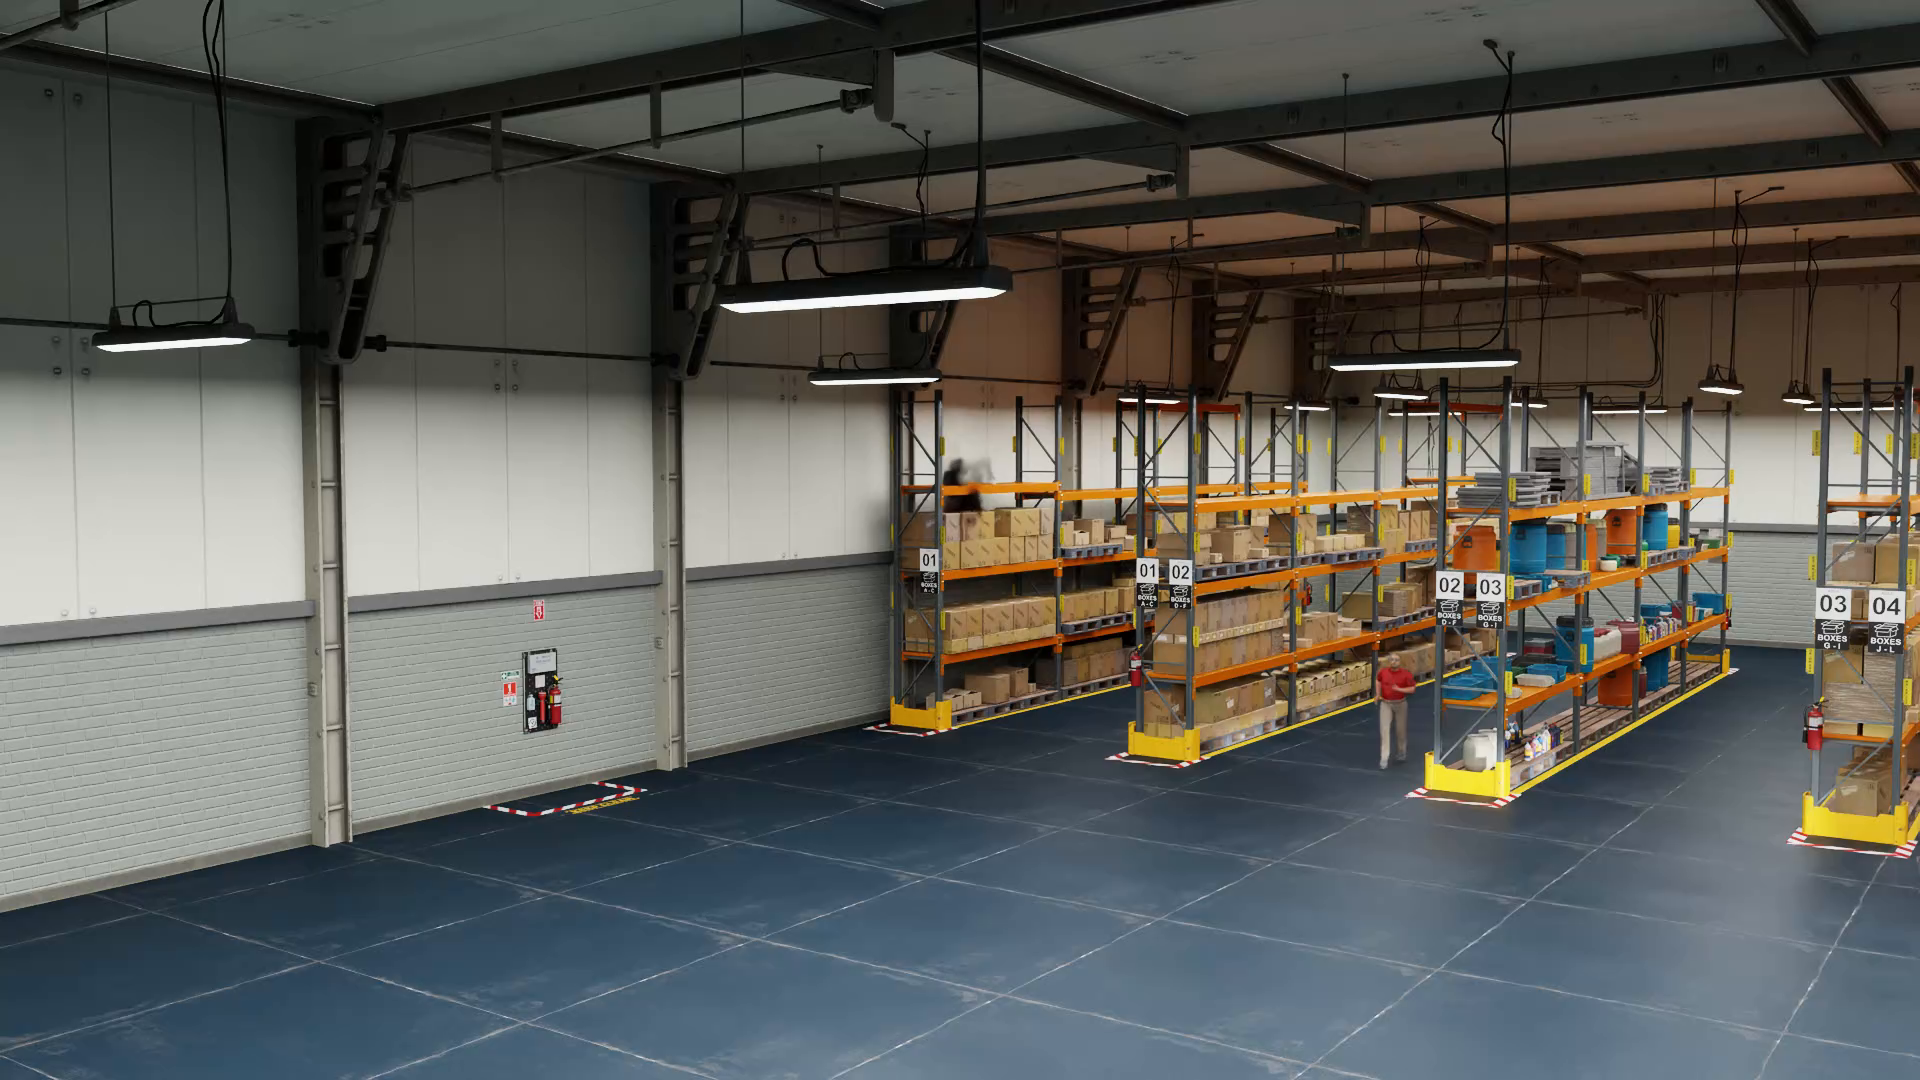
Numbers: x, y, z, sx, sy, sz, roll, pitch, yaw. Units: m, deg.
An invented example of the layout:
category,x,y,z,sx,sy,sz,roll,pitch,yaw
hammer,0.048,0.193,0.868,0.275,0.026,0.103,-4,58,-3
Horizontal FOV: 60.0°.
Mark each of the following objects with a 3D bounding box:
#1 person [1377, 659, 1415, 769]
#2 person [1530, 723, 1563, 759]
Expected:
category,x,y,z,sx,sy,sz,roll,pitch,yaw
person,15.857,2.525,29.218,14.878,1.694,13.520,1,3,23
person,12.781,1.584,30.881,22.124,3.380,13.243,1,4,24
